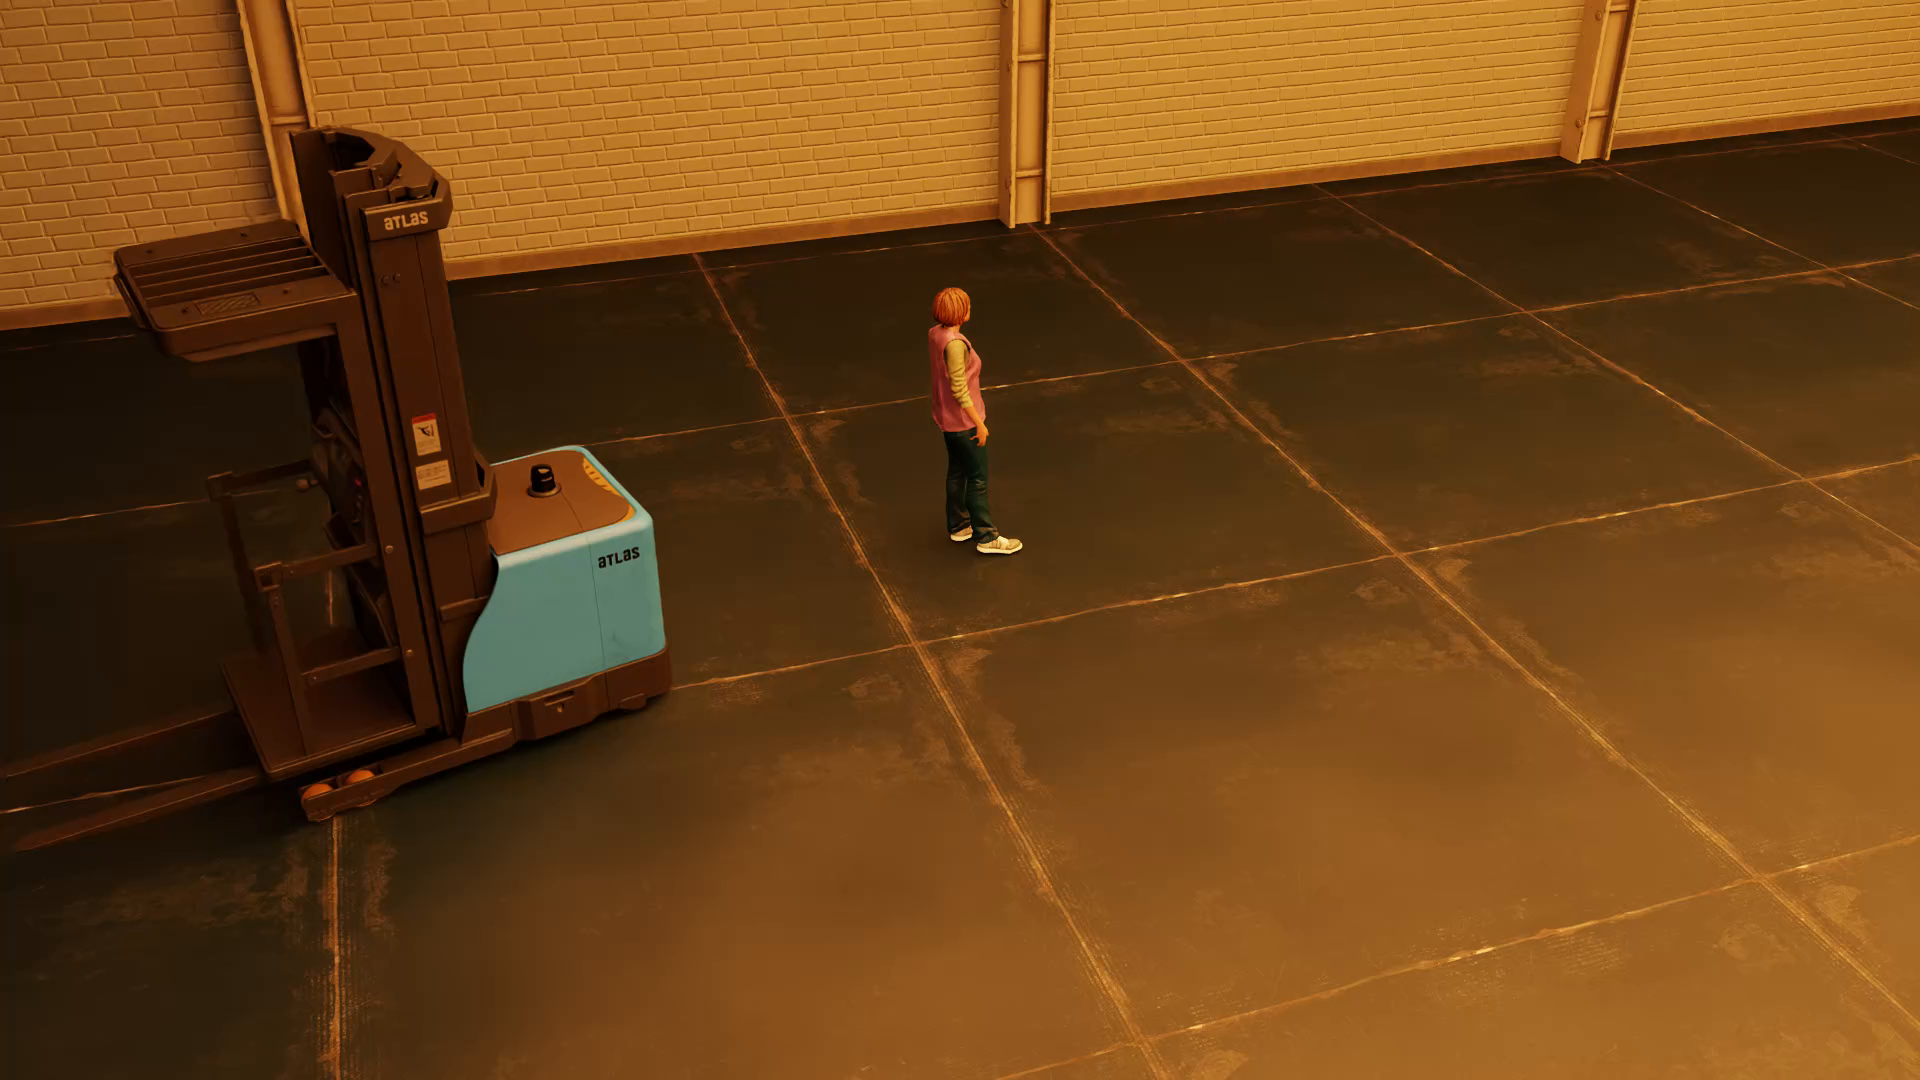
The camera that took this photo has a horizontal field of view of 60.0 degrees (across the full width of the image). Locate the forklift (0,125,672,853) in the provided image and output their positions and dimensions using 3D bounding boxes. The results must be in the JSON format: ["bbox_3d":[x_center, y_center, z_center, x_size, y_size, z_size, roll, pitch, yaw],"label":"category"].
[{"bbox_3d":[-3.007,-0.264,7.546,3.031,2.935,1.130,-17,34,-28],"label":"forklift"}]

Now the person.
[{"bbox_3d":[0.075,-0.704,9.633,0.473,1.599,0.520,-10,31,-16],"label":"person"}]
